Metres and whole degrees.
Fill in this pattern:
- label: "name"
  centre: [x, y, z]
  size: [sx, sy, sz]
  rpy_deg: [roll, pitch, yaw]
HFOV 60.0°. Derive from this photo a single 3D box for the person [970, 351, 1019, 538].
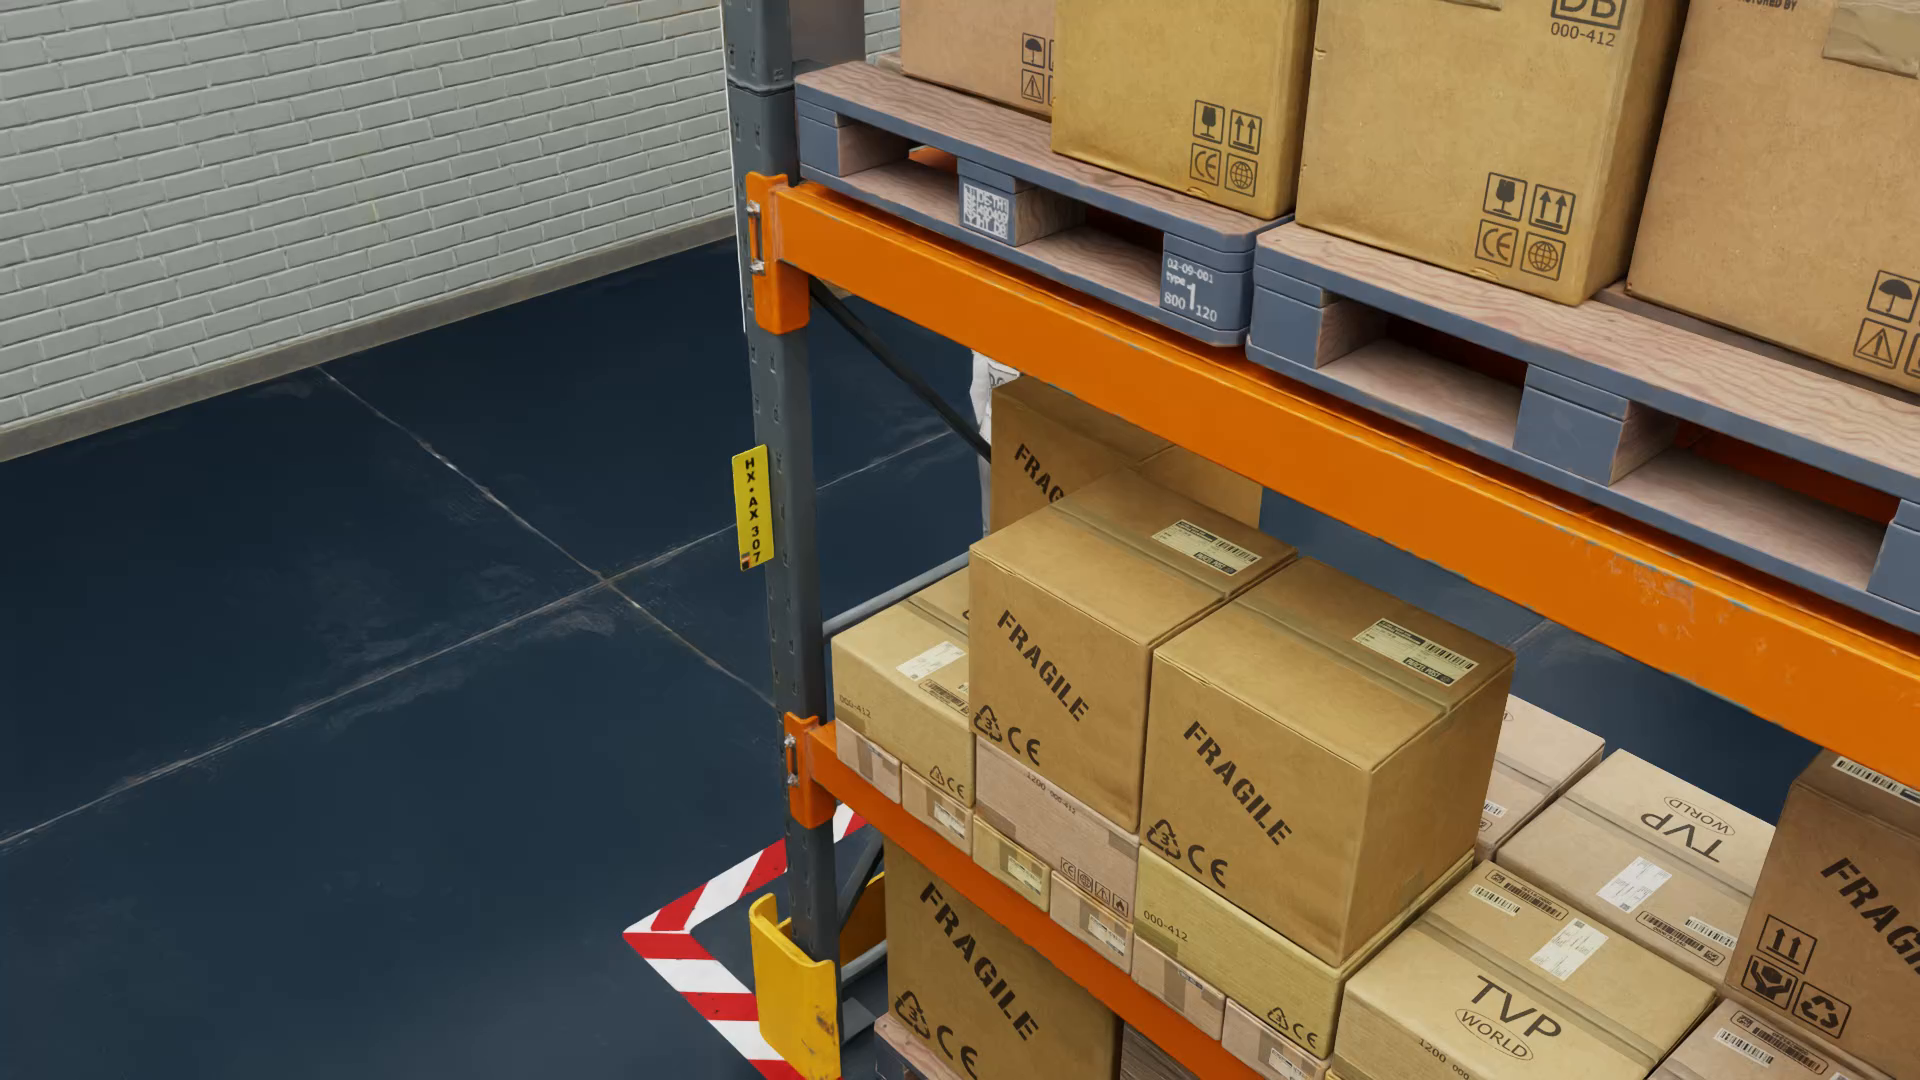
- label: "person"
  centre: [0.221, -0.306, 6.640]
  size: [0.474, 1.710, 0.542]
  rpy_deg: [16, 35, 23]
